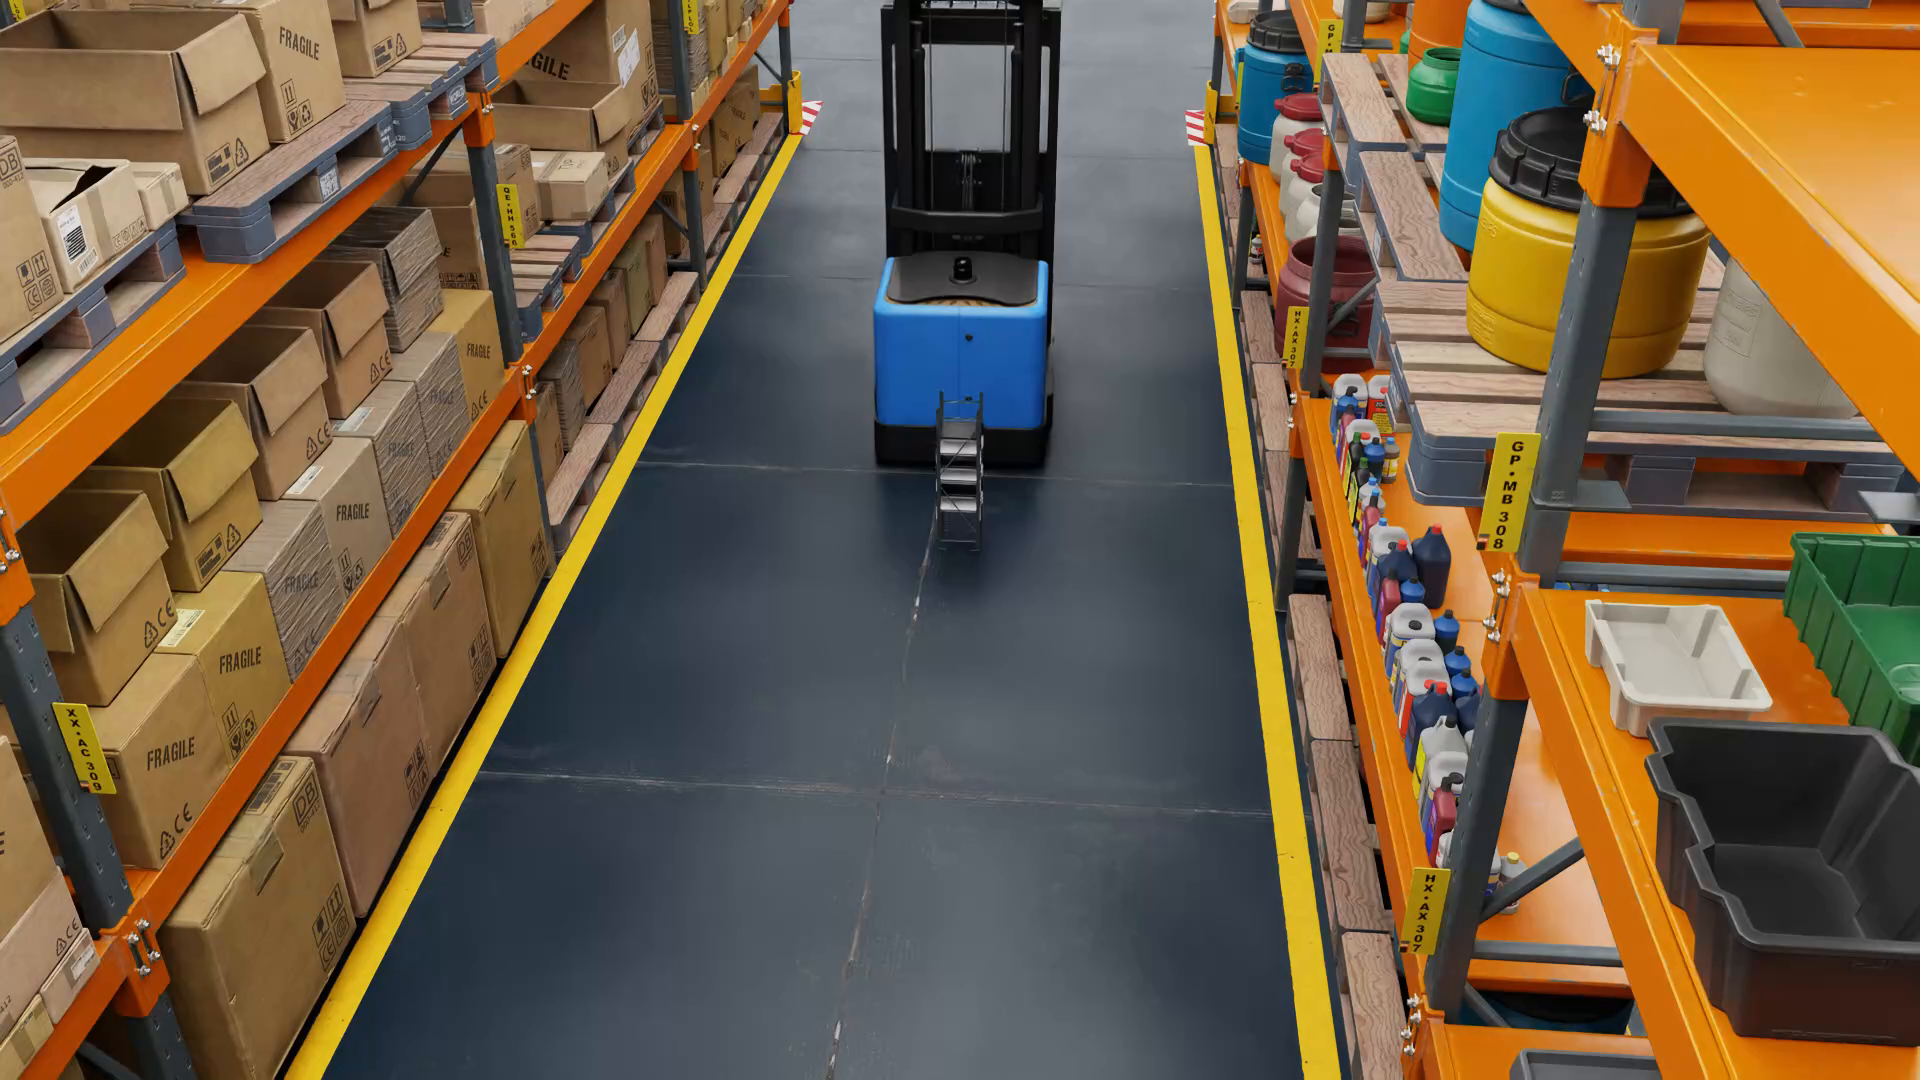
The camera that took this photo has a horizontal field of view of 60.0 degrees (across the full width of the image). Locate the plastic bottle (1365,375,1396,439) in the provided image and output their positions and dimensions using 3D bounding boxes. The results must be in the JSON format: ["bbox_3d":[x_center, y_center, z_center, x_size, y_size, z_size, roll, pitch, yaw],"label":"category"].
[{"bbox_3d":[1.981,-0.626,7.806,0.152,0.276,0.135,2,32,4],"label":"plastic bottle"}]

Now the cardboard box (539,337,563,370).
[{"bbox_3d":[-2.692,-1.181,9.837,0.500,0.250,0.500,6,32,10],"label":"cardboard box"}]

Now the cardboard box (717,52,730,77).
[{"bbox_3d":[-2.009,-3.716,12.940,0.380,0.149,0.250,2,32,4],"label":"cardboard box"}]

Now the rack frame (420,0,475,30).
[{"bbox_3d":[-2.750,-3.663,6.898,1.000,3.000,0.127,2,32,4],"label":"rack frame"}]

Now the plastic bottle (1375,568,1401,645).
[{"bbox_3d":[1.645,0.254,6.370,0.061,0.283,0.133,2,32,4],"label":"plastic bottle"}]

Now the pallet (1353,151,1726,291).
[{"bbox_3d":[1.917,-1.010,5.631,1.003,0.211,1.213,2,32,4],"label":"pallet"}]

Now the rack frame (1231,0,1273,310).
[{"bbox_3d":[2.512,-2.990,11.522,1.000,3.000,0.127,2,32,4],"label":"rack frame"}]

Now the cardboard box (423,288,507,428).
[{"bbox_3d":[-2.543,-0.883,8.009,0.500,0.500,0.500,3,32,5],"label":"cardboard box"}]

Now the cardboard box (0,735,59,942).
[{"bbox_3d":[-2.847,0.852,4.434,0.500,0.500,0.500,3,32,5],"label":"cardboard box"}]

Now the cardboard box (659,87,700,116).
[{"bbox_3d":[-2.107,-3.194,12.093,0.380,0.149,0.250,2,32,4],"label":"cardboard box"}]

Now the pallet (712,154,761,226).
[{"bbox_3d":[-2.308,-3.006,14.207,1.003,0.211,1.213,2,32,4],"label":"pallet"}]

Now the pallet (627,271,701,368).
[{"bbox_3d":[-2.486,-1.607,11.936,1.003,0.211,1.213,2,32,4],"label":"pallet"}]

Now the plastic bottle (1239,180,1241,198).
[{"bbox_3d":[2.344,-2.941,13.624,0.097,0.271,0.097,0,32,0],"label":"plastic bottle"}]

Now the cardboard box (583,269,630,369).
[{"bbox_3d":[-2.599,-1.463,11.008,0.700,0.500,0.500,0,32,0],"label":"cardboard box"}]

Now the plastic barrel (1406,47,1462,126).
[{"bbox_3d":[1.871,-1.743,6.389,0.294,0.245,0.294,0,32,0],"label":"plastic barrel"}]

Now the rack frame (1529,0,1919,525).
[{"bbox_3d":[1.861,-1.360,3.160,1.000,3.000,0.127,2,32,4],"label":"rack frame"}]

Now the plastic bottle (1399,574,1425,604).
[{"bbox_3d":[1.725,0.253,6.383,0.097,0.271,0.097,0,32,0],"label":"plastic bottle"}]

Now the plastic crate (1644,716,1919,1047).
[{"bbox_3d":[1.486,0.610,2.947,0.497,0.269,0.590,2,32,4],"label":"plastic crate"}]

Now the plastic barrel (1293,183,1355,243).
[{"bbox_3d":[2.092,-1.713,9.344,0.421,0.512,0.421,0,32,0],"label":"plastic barrel"}]

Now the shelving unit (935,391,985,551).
[{"bbox_3d":[-0.001,-0.379,9.287,0.258,0.900,0.210,2,32,4],"label":"shelving unit"}]

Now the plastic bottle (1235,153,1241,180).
[{"bbox_3d":[2.380,-3.172,14.000,0.097,0.271,0.097,0,32,0],"label":"plastic bottle"}]

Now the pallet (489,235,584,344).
[{"bbox_3d":[-2.798,-1.405,9.134,1.213,0.211,1.003,2,32,4],"label":"pallet"}]

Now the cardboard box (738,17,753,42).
[{"bbox_3d":[-1.934,-4.239,13.789,0.380,0.149,0.250,2,32,4],"label":"cardboard box"}]

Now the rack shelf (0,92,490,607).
[{"bbox_3d":[-2.913,-1.034,6.176,1.077,0.370,4.000,2,32,4],"label":"rack shelf"}]

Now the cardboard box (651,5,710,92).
[{"bbox_3d":[-2.326,-3.603,12.139,0.875,0.500,0.500,2,32,4],"label":"cardboard box"}]

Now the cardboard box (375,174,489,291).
[{"bbox_3d":[-2.746,-1.615,8.796,0.500,0.500,0.500,-1,32,-2],"label":"cardboard box"}]

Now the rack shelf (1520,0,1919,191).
[{"bbox_3d":[2.024,-1.930,5.151,1.077,0.370,4.000,2,32,4],"label":"rack shelf"}]

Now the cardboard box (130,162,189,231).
[{"bbox_3d":[-2.805,-1.139,5.499,0.380,0.149,0.250,1,32,2],"label":"cardboard box"}]

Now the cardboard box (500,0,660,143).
[{"bbox_3d":[-2.629,-3.226,10.934,1.000,1.000,1.000,3,32,4],"label":"cardboard box"}]

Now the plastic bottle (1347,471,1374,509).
[{"bbox_3d":[1.744,-0.230,7.233,0.097,0.201,0.097,0,32,0],"label":"plastic bottle"}]

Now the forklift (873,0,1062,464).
[{"bbox_3d":[0.081,-2.455,10.721,1.130,2.935,3.031,2,32,3],"label":"forklift"}]

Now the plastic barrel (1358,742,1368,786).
[{"bbox_3d":[2.072,0.797,7.276,0.600,0.588,0.708,2,32,4],"label":"plastic barrel"}]

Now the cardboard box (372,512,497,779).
[{"bbox_3d":[-2.907,0.442,7.579,1.225,0.875,0.875,3,32,4],"label":"cardboard box"}]

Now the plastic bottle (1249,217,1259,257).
[{"bbox_3d":[2.223,-2.286,12.551,0.061,0.283,0.133,4,32,6],"label":"plastic bottle"}]

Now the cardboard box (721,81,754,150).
[{"bbox_3d":[-2.181,-3.768,14.767,0.500,0.500,0.500,11,33,17],"label":"cardboard box"}]

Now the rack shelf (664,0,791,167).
[{"bbox_3d":[-2.261,-3.941,13.751,1.077,0.370,4.000,2,32,4],"label":"rack shelf"}]

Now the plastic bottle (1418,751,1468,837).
[{"bbox_3d":[1.601,0.836,5.434,0.152,0.276,0.135,2,32,4],"label":"plastic bottle"}]

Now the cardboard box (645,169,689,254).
[{"bbox_3d":[-2.352,-2.523,12.748,0.500,0.500,0.500,2,32,2],"label":"cardboard box"}]

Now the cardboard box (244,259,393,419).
[{"bbox_3d":[-2.881,-0.857,7.010,0.797,0.503,0.637,3,32,5],"label":"cardboard box"}]

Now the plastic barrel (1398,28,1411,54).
[{"bbox_3d":[2.156,-2.240,7.595,0.294,0.245,0.294,0,32,0],"label":"plastic barrel"}]

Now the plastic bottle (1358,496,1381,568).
[{"bbox_3d":[1.690,-0.034,6.837,0.061,0.283,0.133,2,32,4],"label":"plastic bottle"}]

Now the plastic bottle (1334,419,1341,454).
[{"bbox_3d":[1.784,-0.491,7.657,0.097,0.201,0.097,0,32,0],"label":"plastic bottle"}]

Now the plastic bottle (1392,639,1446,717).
[{"bbox_3d":[1.653,0.501,5.976,0.152,0.276,0.135,2,32,4],"label":"plastic bottle"}]

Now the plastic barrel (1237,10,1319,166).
[{"bbox_3d":[2.179,-3.014,11.084,0.600,0.901,0.708,2,32,4],"label":"plastic barrel"}]

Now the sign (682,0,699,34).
[{"bbox_3d":[-1.871,-3.672,11.526,0.100,0.325,0.005,2,32,4],"label":"sign"}]

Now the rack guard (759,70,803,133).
[{"bbox_3d":[-2.105,-4.189,15.851,1.175,0.500,0.348,2,32,4],"label":"rack guard"}]

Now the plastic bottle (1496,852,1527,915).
[{"bbox_3d":[1.697,1.054,5.150,0.097,0.201,0.097,0,32,0],"label":"plastic bottle"}]

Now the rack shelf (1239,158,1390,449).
[{"bbox_3d":[2.349,-1.638,10.014,1.077,0.370,4.000,2,32,4],"label":"rack shelf"}]

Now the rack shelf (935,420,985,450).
[{"bbox_3d":[-0.001,-0.580,9.163,0.258,0.077,0.200,2,32,4],"label":"rack shelf"}]

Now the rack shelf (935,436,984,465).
[{"bbox_3d":[-0.001,-0.504,9.210,0.258,0.077,0.200,2,32,4],"label":"rack shelf"}]

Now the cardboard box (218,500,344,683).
[{"bbox_3d":[-2.708,0.185,6.276,0.500,0.500,0.500,2,32,3],"label":"cardboard box"}]

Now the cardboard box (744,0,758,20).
[{"bbox_3d":[-2.176,-4.649,13.837,0.875,0.500,0.500,2,32,4],"label":"cardboard box"}]

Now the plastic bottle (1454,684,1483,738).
[{"bbox_3d":[1.768,0.630,5.697,0.144,0.351,0.185,2,32,4],"label":"plastic bottle"}]

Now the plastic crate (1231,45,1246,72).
[{"bbox_3d":[2.392,-3.737,12.987,0.530,0.136,0.437,2,32,4],"label":"plastic crate"}]

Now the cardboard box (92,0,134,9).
[{"bbox_3d":[-7.158,-4.289,13.488,0.875,0.550,0.550,2,32,4],"label":"cardboard box"}]

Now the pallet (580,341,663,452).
[{"bbox_3d":[-2.583,-0.967,10.898,1.003,0.211,1.213,2,32,4],"label":"pallet"}]

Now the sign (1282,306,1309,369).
[{"bbox_3d":[1.638,-0.987,8.118,0.100,0.325,0.005,2,32,4],"label":"sign"}]

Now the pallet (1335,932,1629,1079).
[{"bbox_3d":[1.965,1.979,6.118,1.003,0.211,1.213,2,32,4],"label":"pallet"}]
